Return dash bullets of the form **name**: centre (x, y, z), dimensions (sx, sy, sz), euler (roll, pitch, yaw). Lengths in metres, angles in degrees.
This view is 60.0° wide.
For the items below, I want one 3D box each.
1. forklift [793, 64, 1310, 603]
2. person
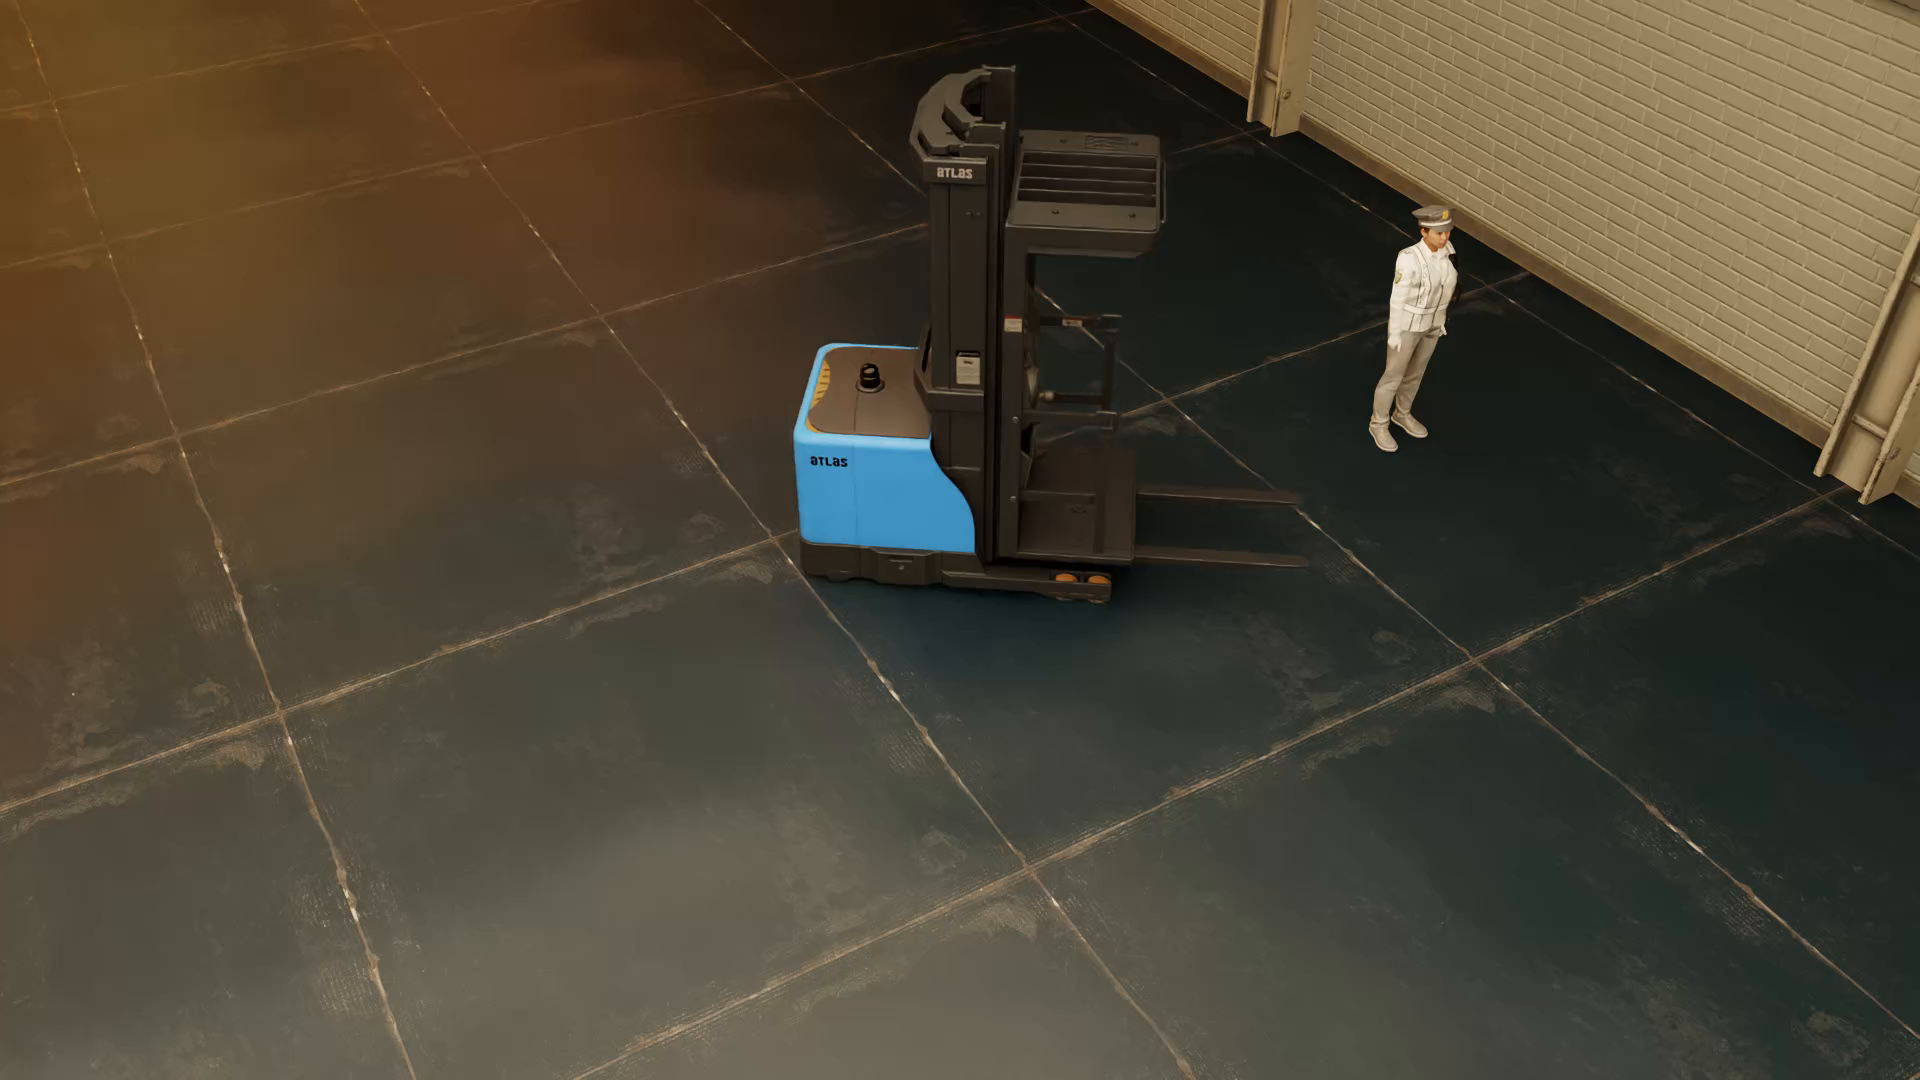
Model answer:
- **forklift**: centre (0.586, -1.110, 9.374), dimensions (3.031, 2.935, 1.130), euler (4, 40, 4)
- **person**: centre (2.938, -1.382, 10.678), dimensions (0.457, 1.694, 0.363), euler (-21, 44, -23)
